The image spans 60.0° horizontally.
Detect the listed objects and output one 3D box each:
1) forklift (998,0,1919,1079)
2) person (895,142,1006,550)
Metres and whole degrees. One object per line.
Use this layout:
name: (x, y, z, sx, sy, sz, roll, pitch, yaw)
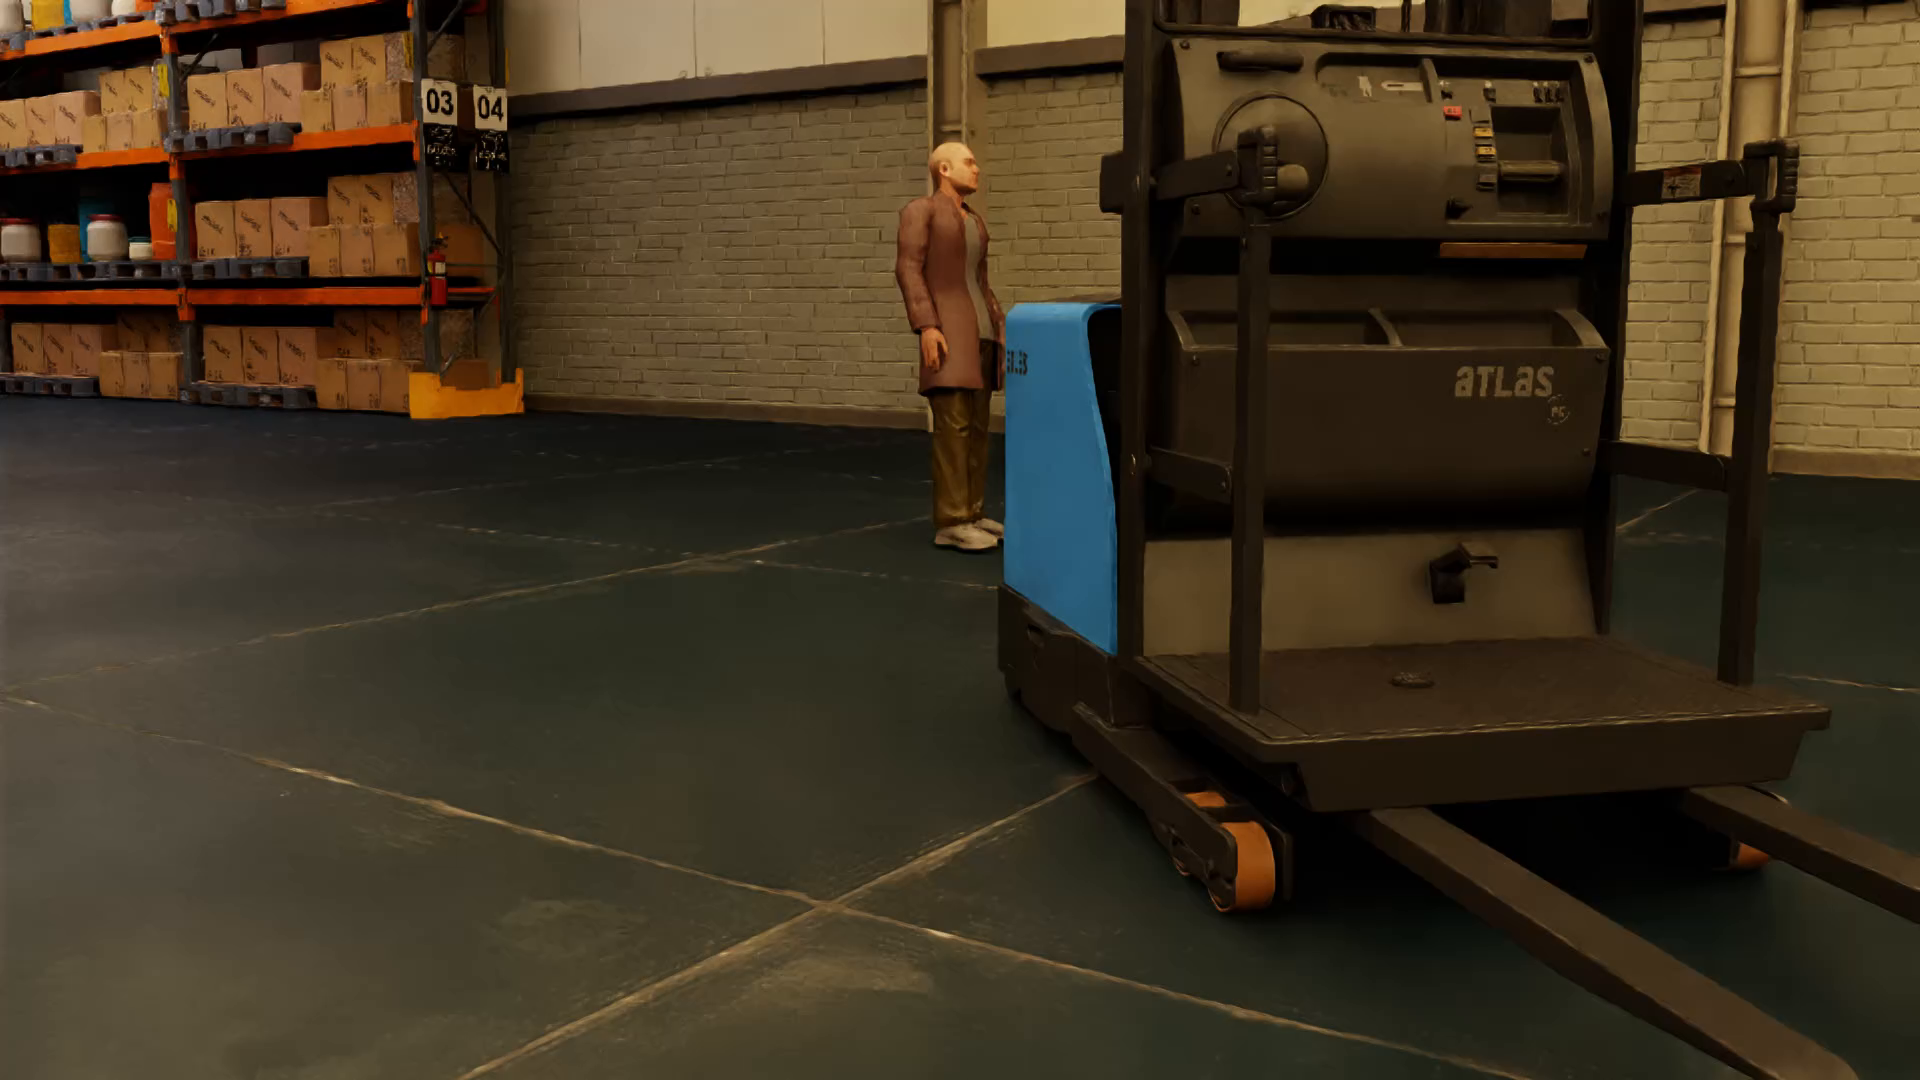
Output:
forklift: (0.924, -0.846, 3.140, 1.130, 2.935, 3.031, -2, 8, -12)
person: (0.073, -0.879, 7.423, 0.580, 1.776, 0.694, 5, 10, 34)
